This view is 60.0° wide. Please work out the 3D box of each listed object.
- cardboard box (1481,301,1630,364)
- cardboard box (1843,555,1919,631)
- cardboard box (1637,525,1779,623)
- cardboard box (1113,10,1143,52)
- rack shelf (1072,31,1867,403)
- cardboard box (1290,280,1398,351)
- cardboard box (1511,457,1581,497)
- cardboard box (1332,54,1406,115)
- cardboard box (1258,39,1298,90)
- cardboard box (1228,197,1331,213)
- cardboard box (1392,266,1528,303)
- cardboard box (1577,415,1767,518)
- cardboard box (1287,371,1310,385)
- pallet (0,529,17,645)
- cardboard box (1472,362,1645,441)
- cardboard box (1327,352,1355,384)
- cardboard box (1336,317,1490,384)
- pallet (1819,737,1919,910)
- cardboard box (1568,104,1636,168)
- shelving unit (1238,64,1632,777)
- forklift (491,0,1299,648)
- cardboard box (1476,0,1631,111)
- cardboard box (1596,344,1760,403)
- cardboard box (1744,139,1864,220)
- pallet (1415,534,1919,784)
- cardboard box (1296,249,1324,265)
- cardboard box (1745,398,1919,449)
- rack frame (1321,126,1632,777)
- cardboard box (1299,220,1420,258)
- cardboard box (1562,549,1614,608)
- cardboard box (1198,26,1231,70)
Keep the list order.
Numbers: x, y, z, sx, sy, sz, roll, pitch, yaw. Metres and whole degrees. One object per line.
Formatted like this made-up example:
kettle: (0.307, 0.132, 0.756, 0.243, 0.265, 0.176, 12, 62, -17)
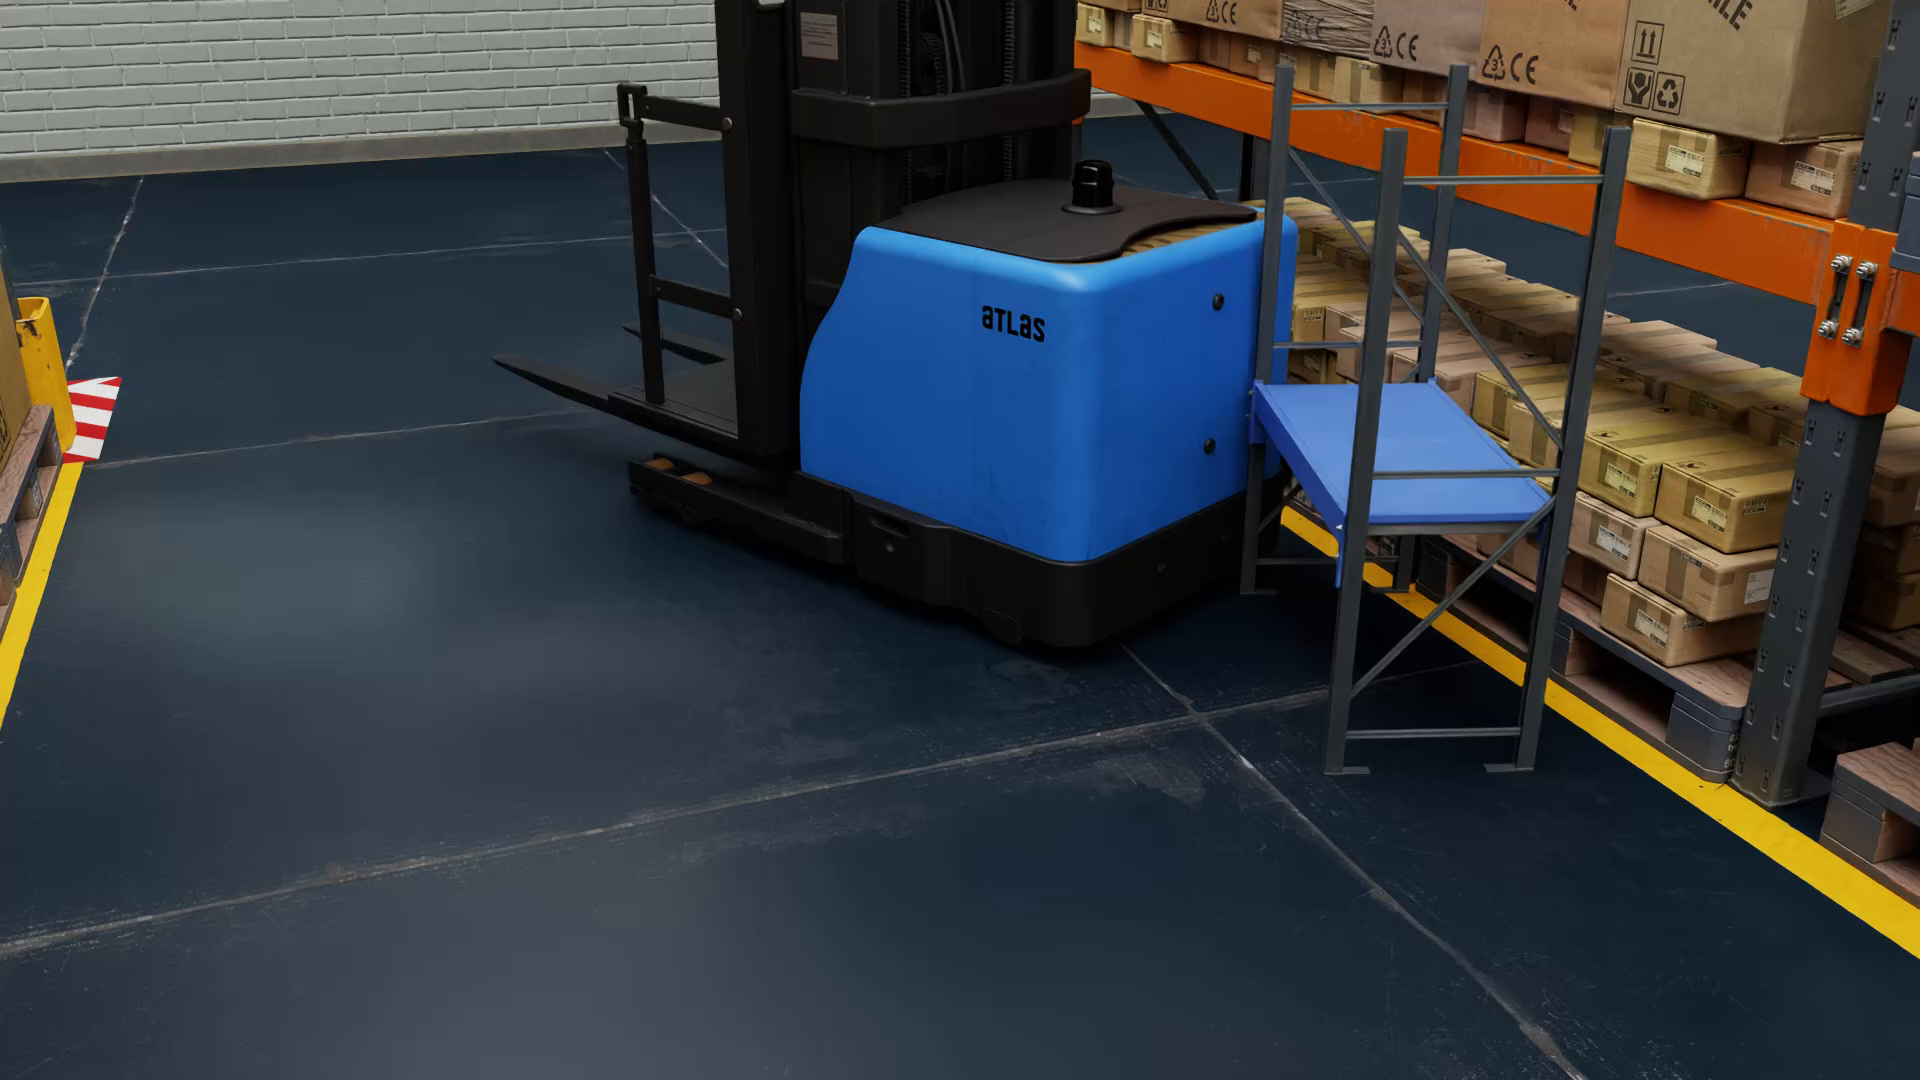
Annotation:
cardboard box: (1.878, -0.638, 5.266, 0.380, 0.149, 0.250, -9, 25, -21)
cardboard box: (2.456, 0.090, 4.305, 0.380, 0.149, 0.250, -9, 25, -21)
cardboard box: (1.875, 0.058, 3.997, 0.380, 0.149, 0.250, -8, 24, -18)
cardboard box: (0.807, -1.942, 6.320, 0.380, 0.149, 0.250, -7, 24, -17)
rack shelf: (1.577, -1.249, 5.278, 1.077, 0.370, 4.000, -8, 24, -19)
cardboard box: (1.221, -0.749, 5.529, 0.380, 0.149, 0.250, -8, 24, -18)
cardboard box: (1.657, -0.133, 4.452, 0.380, 0.149, 0.250, -9, 25, -21)
cardboard box: (1.344, -1.368, 4.958, 0.380, 0.149, 0.250, -8, 24, -18)
cardboard box: (1.206, -1.566, 5.428, 0.380, 0.149, 0.250, -9, 24, -20)
cardboard box: (1.295, -1.304, 6.846, 0.380, 0.149, 0.250, -8, 24, -18)
cardboard box: (1.709, -0.824, 5.708, 0.380, 0.149, 0.250, -9, 25, -21)
cardboard box: (1.787, -0.189, 4.201, 0.380, 0.149, 0.250, -8, 24, -18)
cardboard box: (1.193, -0.490, 5.680, 0.380, 0.149, 0.250, -10, 25, -22)
pallet: (-3.022, 0.344, 4.163, 1.003, 0.211, 1.213, -8, 24, -19)
cardboard box: (1.674, -0.384, 4.662, 0.380, 0.149, 0.250, -8, 24, -17)
cardboard box: (1.421, -0.531, 5.395, 0.380, 0.149, 0.250, -7, 24, -16)
cardboard box: (1.385, -0.566, 5.094, 0.380, 0.149, 0.250, -9, 25, -21)
pallet: (2.560, 0.713, 3.286, 1.003, 0.211, 1.213, -8, 24, -19)
cardboard box: (1.732, -0.994, 4.070, 0.380, 0.149, 0.250, -7, 24, -17)
shelving unit: (1.088, -0.339, 4.123, 0.538, 1.500, 1.048, -1, 23, -2)
forklift: (-0.452, -1.533, 5.113, 3.031, 2.935, 1.130, 20, 30, 39)
cardboard box: (1.666, -1.363, 4.110, 0.500, 0.500, 0.500, -9, 24, -20)
cardboard box: (2.065, -0.447, 4.812, 0.380, 0.149, 0.250, -9, 24, -20)
cardboard box: (1.964, -0.810, 3.633, 0.380, 0.149, 0.250, -9, 24, -20)
pallet: (2.013, 0.192, 4.524, 1.003, 0.211, 1.213, -8, 24, -19)
cardboard box: (1.082, -0.953, 6.013, 0.380, 0.149, 0.250, -10, 25, -22)
cardboard box: (2.314, -0.270, 4.392, 0.380, 0.149, 0.250, -7, 24, -16)
rack frame: (1.109, -0.142, 3.655, 0.500, 1.500, 0.032, -1, 23, -2)
cardboard box: (1.540, -1.128, 6.428, 0.380, 0.149, 0.250, -9, 24, -20)
cardboard box: (1.813, 0.064, 4.365, 0.380, 0.149, 0.250, -8, 24, -18)
cardboard box: (1.072, -1.762, 5.892, 0.380, 0.149, 0.250, -7, 24, -17)
